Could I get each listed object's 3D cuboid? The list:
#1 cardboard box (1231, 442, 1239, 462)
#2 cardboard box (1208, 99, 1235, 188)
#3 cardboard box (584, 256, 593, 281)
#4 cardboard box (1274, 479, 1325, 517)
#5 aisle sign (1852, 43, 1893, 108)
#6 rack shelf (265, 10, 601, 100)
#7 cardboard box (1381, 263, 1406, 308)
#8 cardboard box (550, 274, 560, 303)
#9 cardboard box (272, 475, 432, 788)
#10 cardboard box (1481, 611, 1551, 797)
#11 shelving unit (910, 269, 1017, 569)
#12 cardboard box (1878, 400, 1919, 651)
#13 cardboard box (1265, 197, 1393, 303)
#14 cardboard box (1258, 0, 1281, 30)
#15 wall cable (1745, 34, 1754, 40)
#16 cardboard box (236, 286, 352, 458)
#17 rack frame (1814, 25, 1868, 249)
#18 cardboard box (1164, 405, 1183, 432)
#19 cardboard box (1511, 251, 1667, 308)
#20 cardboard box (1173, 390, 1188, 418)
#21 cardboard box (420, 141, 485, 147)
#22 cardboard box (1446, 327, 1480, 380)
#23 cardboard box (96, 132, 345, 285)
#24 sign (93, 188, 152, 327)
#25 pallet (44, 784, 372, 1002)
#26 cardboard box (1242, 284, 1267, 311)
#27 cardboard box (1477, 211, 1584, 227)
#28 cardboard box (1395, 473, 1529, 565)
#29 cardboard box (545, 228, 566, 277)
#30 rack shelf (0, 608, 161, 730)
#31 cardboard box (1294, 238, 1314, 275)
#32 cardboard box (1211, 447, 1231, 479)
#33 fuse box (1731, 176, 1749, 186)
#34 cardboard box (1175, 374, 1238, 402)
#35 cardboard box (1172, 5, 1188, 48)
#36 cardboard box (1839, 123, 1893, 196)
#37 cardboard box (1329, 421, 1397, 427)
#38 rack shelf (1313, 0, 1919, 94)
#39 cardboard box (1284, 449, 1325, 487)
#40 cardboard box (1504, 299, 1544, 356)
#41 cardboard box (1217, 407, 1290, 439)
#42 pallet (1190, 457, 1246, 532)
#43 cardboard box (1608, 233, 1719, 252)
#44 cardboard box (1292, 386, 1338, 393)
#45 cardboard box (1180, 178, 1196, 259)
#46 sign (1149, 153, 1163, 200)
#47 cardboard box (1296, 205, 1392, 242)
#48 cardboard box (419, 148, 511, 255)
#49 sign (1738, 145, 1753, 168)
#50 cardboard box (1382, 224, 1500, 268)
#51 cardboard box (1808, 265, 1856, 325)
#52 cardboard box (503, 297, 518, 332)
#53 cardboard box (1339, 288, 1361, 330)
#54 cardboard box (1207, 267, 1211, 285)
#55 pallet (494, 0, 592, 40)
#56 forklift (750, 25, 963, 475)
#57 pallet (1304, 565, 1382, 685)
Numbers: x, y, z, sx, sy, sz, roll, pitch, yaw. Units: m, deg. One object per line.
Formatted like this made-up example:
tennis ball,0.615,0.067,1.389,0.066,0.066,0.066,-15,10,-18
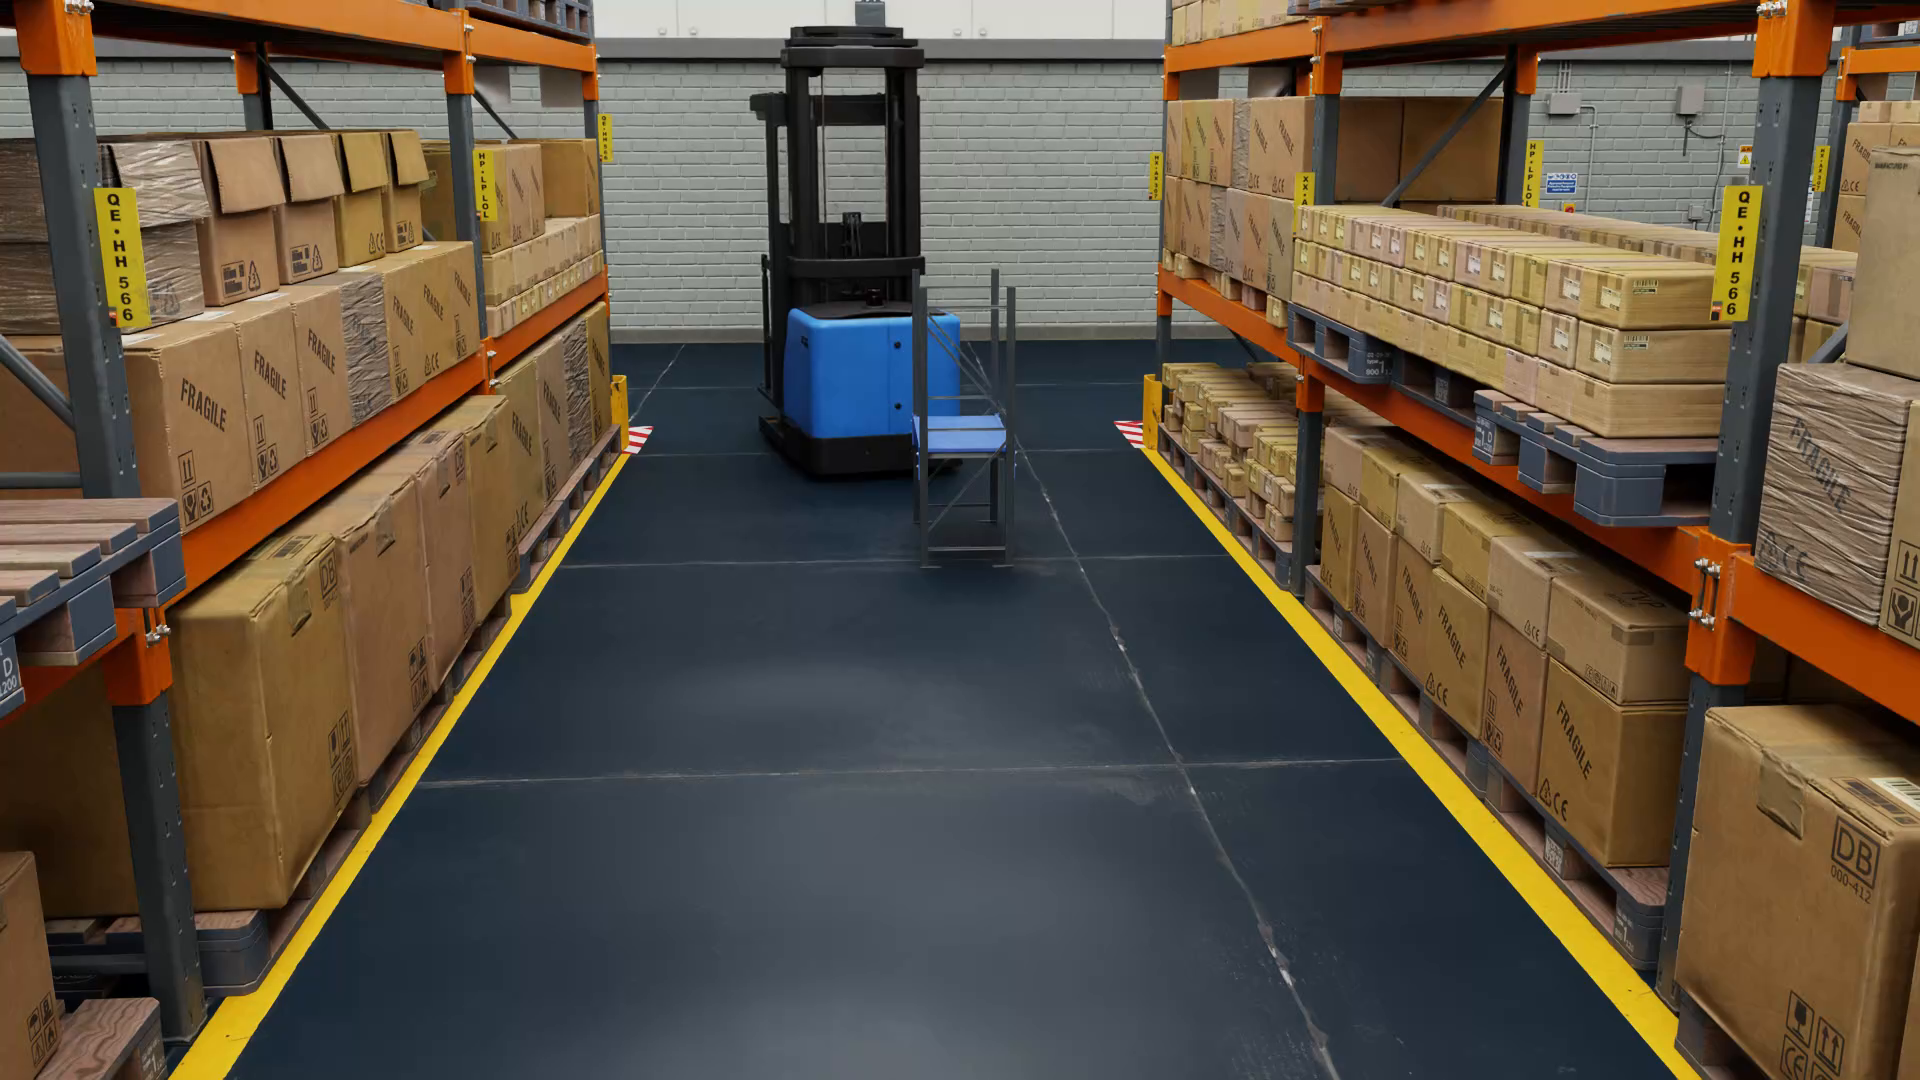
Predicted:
cardboard box,1.836,-0.547,9.913,0.380,0.149,0.250,-2,15,-6
cardboard box,1.783,-2.353,9.848,0.500,0.500,0.500,-1,14,-5
cardboard box,-2.636,-1.790,10.968,0.380,0.149,0.250,-1,14,-3
cardboard box,1.849,-0.219,8.641,0.380,0.149,0.250,-1,14,-2
aisle sign,6.578,-3.548,12.079,0.394,0.787,0.004,-1,14,-3
rack shelf,-2.895,-2.729,9.539,1.077,0.370,4.000,-1,14,-3
cardboard box,1.837,-0.974,6.355,0.380,0.149,0.250,-1,14,-4
cardboard box,-2.556,-1.472,9.733,0.380,0.149,0.250,-1,14,-5
cardboard box,-2.593,0.299,5.766,1.225,0.875,0.875,-1,14,-3
cardboard box,2.103,0.534,5.605,0.500,0.500,0.500,0,14,-1
shelving unit,0.005,-0.705,9.257,0.538,1.500,1.048,-1,14,-3
cardboard box,2.226,0.009,3.269,0.500,0.500,0.500,-1,14,-4
cardboard box,1.874,-1.488,8.491,0.500,0.500,0.500,-1,14,-3
cardboard box,1.866,-2.801,8.676,0.500,0.250,0.500,-1,14,-4
wall cable,9.772,-6.654,17.253,2.988,3.039,0.133,-1,14,-3
cardboard box,-2.351,-0.562,5.490,0.500,0.500,0.500,-1,14,-4
rack frame,6.872,-2.276,12.351,1.000,3.000,0.127,-1,14,-3
cardboard box,1.651,-0.861,11.733,0.380,0.149,0.250,-1,14,-2
cardboard box,1.916,-0.797,5.070,0.380,0.149,0.250,0,14,-2
cardboard box,1.675,-0.937,11.432,0.380,0.149,0.250,-1,14,-4
cardboard box,-3.190,-2.180,10.180,0.500,0.500,0.500,-1,14,-5
cardboard box,1.884,-0.636,5.641,0.380,0.149,0.250,-2,15,-6
cardboard box,-2.638,-1.178,5.871,0.797,0.503,0.637,0,14,-2
sign,-1.982,-0.666,3.931,0.100,0.325,0.005,-1,14,-3
pallet,-2.497,1.020,5.137,1.003,0.211,1.213,-1,14,-3
cardboard box,1.814,-1.386,9.399,0.380,0.149,0.250,-2,15,-6
cardboard box,2.437,-1.321,7.109,0.380,0.149,0.250,-1,14,-5
cardboard box,2.030,-0.088,6.517,0.500,0.250,0.500,0,14,-1
cardboard box,-2.625,-1.695,9.800,0.500,0.250,0.500,-1,14,-3
rack shelf,-2.399,0.713,2.180,1.077,0.370,4.000,-1,14,-3
cardboard box,1.751,-1.300,7.623,0.380,0.149,0.250,-1,14,-3
cardboard box,1.760,-0.477,10.239,0.380,0.149,0.250,-1,14,-3
fuse box,8.605,-3.050,17.945,0.539,1.711,0.414,-1,14,-3
cardboard box,1.656,-1.018,11.147,0.380,0.149,0.250,-1,14,-4
cardboard box,1.710,-3.438,11.152,0.500,0.250,0.500,0,14,-1
cardboard box,6.617,-2.684,11.733,0.500,0.500,0.500,-1,14,-5
cardboard box,2.309,-0.575,9.426,0.380,0.149,0.250,-1,14,-5
rack shelf,2.309,-1.786,5.872,1.077,0.370,4.000,-1,14,-3
cardboard box,1.904,-0.374,8.647,0.380,0.149,0.250,0,14,-2
cardboard box,1.911,-0.658,5.127,0.380,0.149,0.250,-1,14,-2
cardboard box,1.750,-0.698,9.903,0.380,0.149,0.250,-1,14,-5
pallet,2.030,-0.299,10.266,1.003,0.211,1.213,-1,14,-3
cardboard box,2.515,-0.999,5.857,0.380,0.149,0.250,0,14,-2
cardboard box,2.349,-0.900,10.689,0.380,0.149,0.250,0,14,-1
cardboard box,1.748,-2.118,10.940,0.500,0.500,0.500,-1,14,-3
sign,1.396,-2.585,11.815,0.100,0.325,0.005,-1,14,-3
cardboard box,1.751,-1.444,7.586,0.380,0.149,0.250,0,14,-1
cardboard box,-2.546,-1.685,8.256,0.500,0.500,0.500,-1,14,-3
sign,8.537,-4.124,17.879,0.339,0.242,0.001,-1,14,-3
cardboard box,1.832,-1.122,6.336,0.380,0.149,0.250,0,14,-1
cardboard box,2.598,-0.673,4.591,0.380,0.149,0.250,-1,14,-3
cardboard box,-2.474,-1.150,8.481,0.380,0.149,0.250,-1,14,-5
cardboard box,1.800,-0.962,6.908,0.380,0.149,0.250,-1,14,-3
cardboard box,1.796,-1.706,10.642,0.380,0.149,0.250,-1,14,-4
pallet,-2.963,-3.348,10.677,1.003,0.211,1.213,-1,14,-3
forklift,-0.888,-2.172,12.085,1.130,2.935,3.031,-4,15,-16
pallet,2.235,0.365,7.685,1.003,0.211,1.213,-1,14,-3
